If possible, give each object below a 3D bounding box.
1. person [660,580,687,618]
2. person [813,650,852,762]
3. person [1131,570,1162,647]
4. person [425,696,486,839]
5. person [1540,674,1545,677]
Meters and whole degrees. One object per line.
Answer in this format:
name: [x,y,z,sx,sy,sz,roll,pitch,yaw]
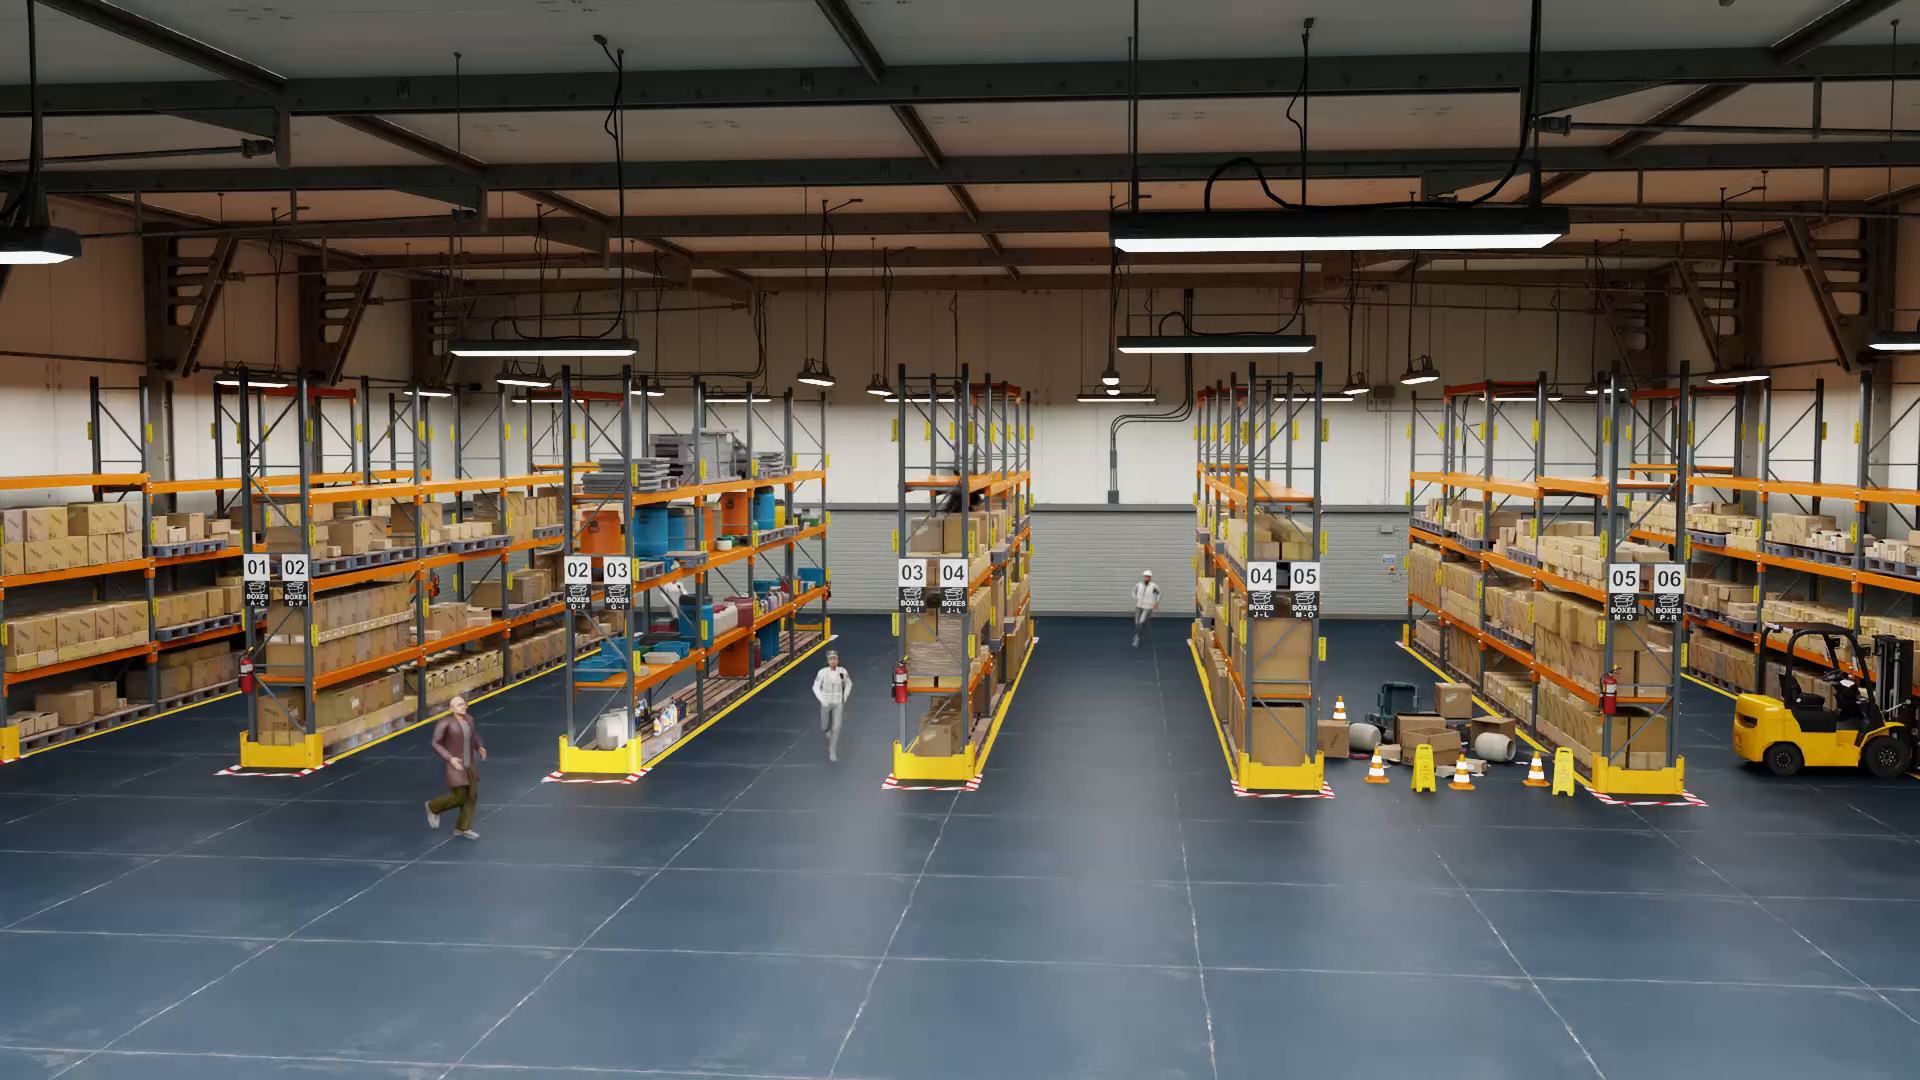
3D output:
person: [-6.899,1.595,40.217,0.614,1.714,0.672,-2,4,-23]
person: [-1.977,2.539,25.801,0.602,1.686,0.945,0,4,-1]
person: [4.350,1.608,39.288,0.730,1.793,0.839,2,4,25]
person: [-6.266,2.850,20.697,0.735,1.679,0.712,2,4,31]
person: [11.944,2.013,33.985,0.548,1.600,0.563,0,4,4]
